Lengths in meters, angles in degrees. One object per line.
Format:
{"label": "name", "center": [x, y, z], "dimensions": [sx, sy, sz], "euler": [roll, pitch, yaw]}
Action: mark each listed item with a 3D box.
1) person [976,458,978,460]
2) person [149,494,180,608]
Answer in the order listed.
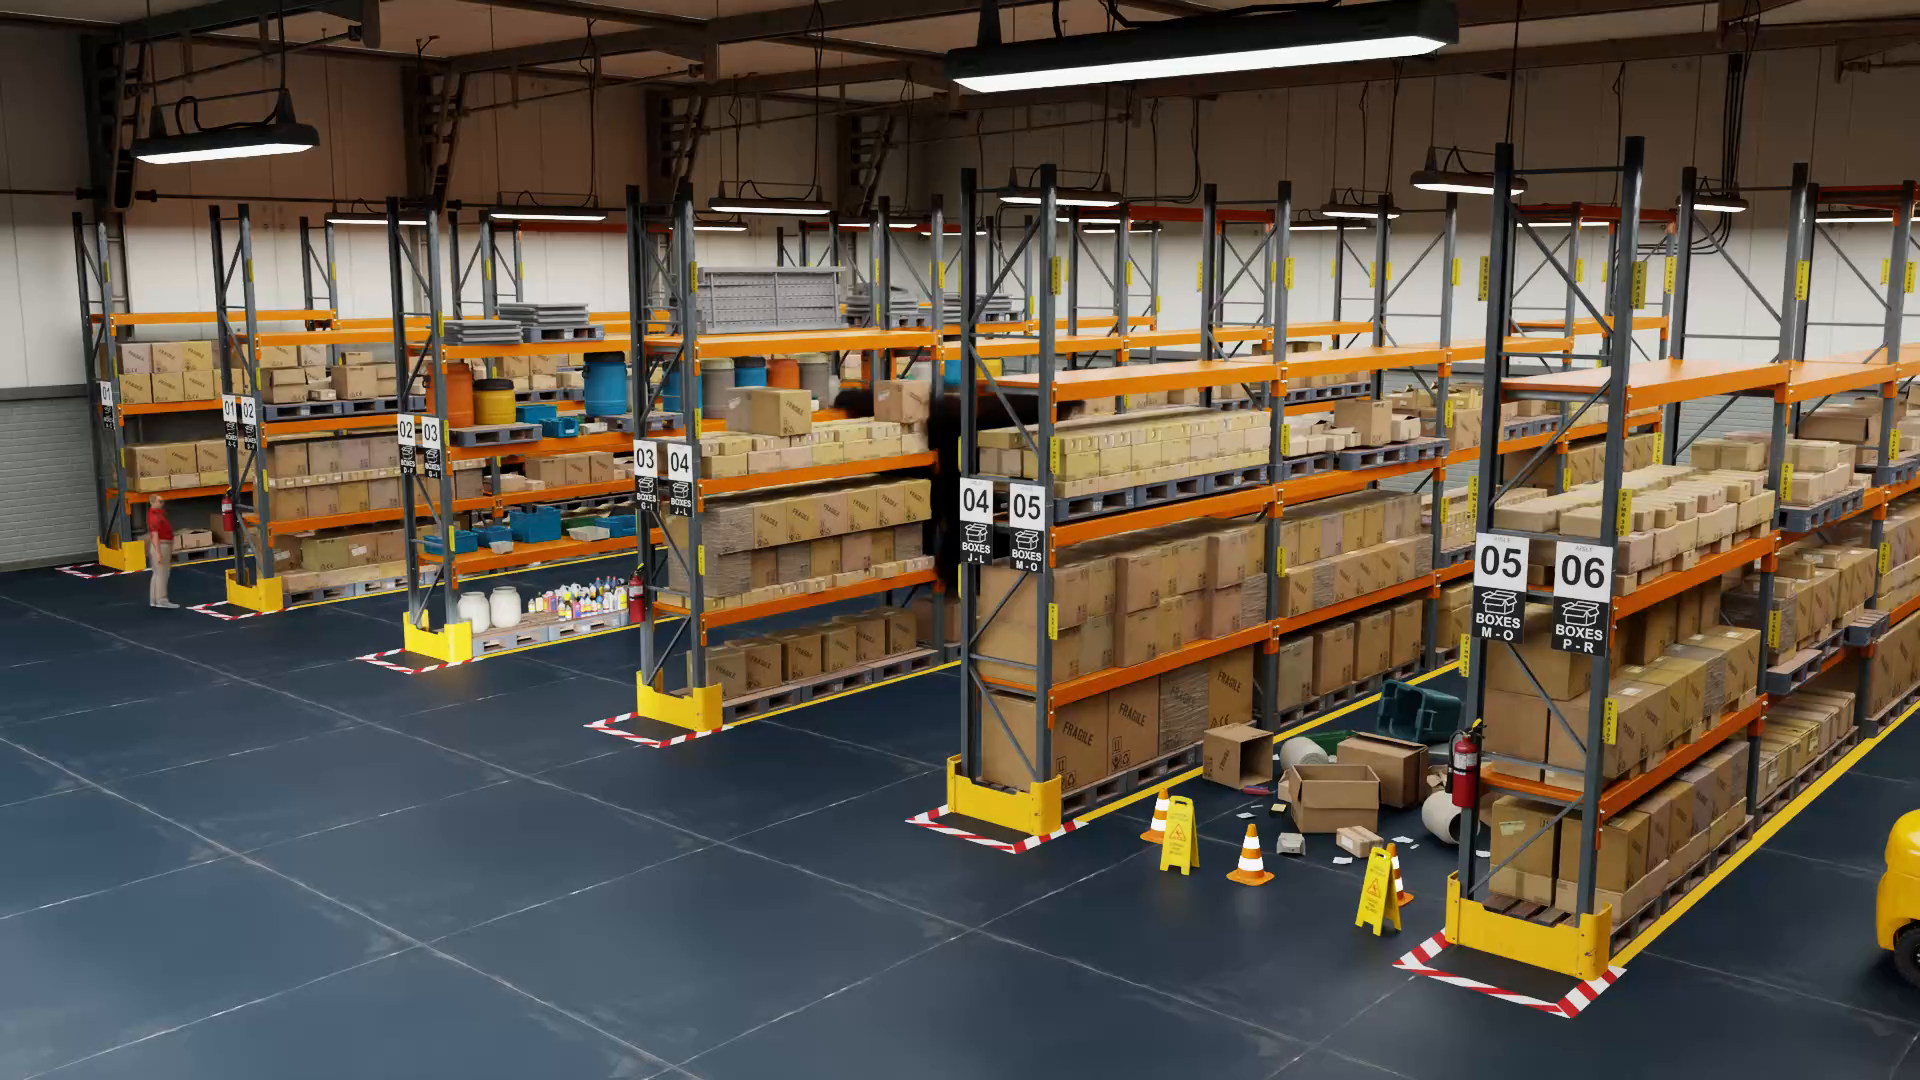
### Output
{"label": "person", "center": [0.340, -1.091, 32.739], "dimensions": [0.493, 1.702, 0.491], "euler": [-7, 12, -36]}
{"label": "person", "center": [-12.062, 0.165, 25.106], "dimensions": [0.411, 1.748, 0.591], "euler": [-6, 11, -30]}
